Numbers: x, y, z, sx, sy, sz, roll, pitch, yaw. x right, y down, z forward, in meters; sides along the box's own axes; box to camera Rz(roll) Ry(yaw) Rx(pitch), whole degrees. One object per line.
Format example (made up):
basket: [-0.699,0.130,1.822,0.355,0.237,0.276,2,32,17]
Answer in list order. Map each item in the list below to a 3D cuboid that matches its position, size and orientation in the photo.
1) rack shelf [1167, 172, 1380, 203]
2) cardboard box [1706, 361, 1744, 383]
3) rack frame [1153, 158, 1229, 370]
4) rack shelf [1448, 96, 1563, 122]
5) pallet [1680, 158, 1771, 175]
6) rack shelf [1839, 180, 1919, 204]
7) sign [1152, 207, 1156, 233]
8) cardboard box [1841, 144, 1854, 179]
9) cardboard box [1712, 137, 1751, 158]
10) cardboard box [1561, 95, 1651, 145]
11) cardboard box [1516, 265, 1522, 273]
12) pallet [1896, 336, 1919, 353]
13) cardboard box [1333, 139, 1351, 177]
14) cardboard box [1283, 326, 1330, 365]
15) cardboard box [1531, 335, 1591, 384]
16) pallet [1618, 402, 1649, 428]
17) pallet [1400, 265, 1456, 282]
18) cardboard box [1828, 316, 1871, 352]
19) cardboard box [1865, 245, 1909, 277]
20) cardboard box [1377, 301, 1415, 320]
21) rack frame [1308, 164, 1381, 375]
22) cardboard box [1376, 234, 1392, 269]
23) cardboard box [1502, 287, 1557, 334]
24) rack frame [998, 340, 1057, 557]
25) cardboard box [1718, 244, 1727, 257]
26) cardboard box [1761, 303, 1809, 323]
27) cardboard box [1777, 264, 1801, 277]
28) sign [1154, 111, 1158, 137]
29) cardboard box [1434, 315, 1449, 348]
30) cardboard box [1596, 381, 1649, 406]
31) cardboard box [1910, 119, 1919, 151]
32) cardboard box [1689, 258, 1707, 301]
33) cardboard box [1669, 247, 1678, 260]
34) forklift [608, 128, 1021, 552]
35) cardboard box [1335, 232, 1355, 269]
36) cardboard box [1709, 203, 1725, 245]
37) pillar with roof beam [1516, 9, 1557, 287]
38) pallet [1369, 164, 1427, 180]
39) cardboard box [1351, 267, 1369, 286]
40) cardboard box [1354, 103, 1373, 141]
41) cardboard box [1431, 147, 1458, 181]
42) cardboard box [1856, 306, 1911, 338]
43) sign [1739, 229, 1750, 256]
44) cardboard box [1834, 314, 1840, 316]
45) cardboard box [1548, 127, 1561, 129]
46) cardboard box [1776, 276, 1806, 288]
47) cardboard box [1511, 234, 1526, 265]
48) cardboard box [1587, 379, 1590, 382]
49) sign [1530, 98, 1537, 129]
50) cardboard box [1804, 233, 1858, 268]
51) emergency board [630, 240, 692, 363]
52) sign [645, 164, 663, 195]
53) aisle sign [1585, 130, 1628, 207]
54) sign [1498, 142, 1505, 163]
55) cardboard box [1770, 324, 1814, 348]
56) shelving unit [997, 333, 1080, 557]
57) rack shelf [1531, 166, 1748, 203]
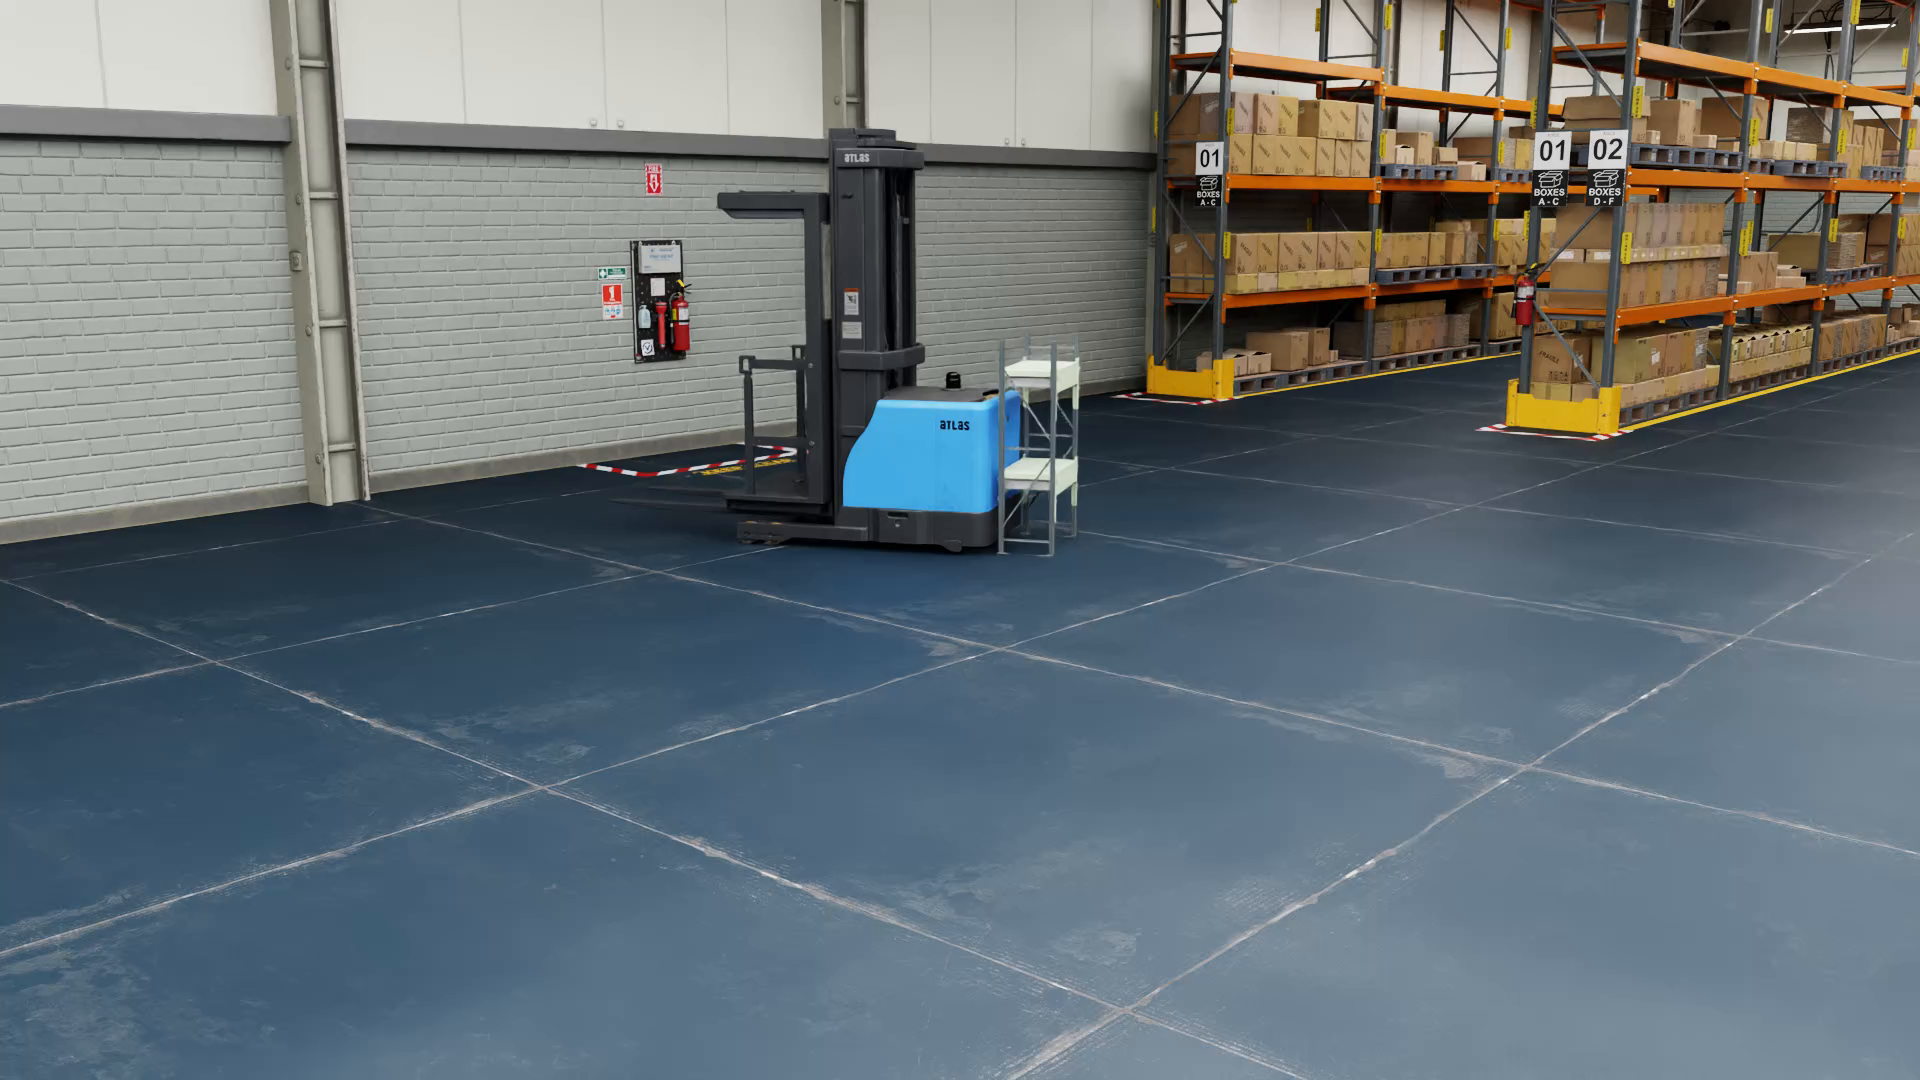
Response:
rack shelf: [4.260,-4.762,22.574,1.077,0.370,4.000,10,15,40]
cardboard box: [9.756,-2.183,21.431,0.500,0.250,0.500,9,15,39]
rack frame: [2.940,-3.350,21.324,1.000,3.000,0.127,10,15,40]
rack shelf: [9.541,-7.214,28.212,1.077,0.370,4.000,10,15,40]
pallet: [9.876,-4.807,21.449,0.805,0.209,1.217,9,14,38]
rack shelf: [15.905,-5.888,28.209,1.077,0.370,4.000,10,15,40]
sign: [2.536,-4.147,21.553,0.100,0.325,0.005,10,15,40]
cardboard box: [12.544,-5.550,24.428,0.910,0.500,0.500,10,15,40]
cardboard box: [9.718,-4.991,21.194,0.500,0.250,0.500,-10,15,-42]
cardboard box: [7.046,-4.590,18.182,0.637,0.503,0.797,-11,16,-44]
cardboard box: [9.262,-4.588,28.115,0.380,0.149,0.250,10,15,42]
pallet: [15.844,-3.389,28.641,1.003,0.211,1.213,10,15,40]
cardboard box: [5.089,-5.289,23.068,0.500,0.500,0.500,8,14,36]
cardboard box: [4.925,-2.770,23.682,0.500,0.500,0.500,8,14,36]
cardboard box: [6.794,-2.052,18.862,0.500,0.500,0.500,10,15,40]
pallet: [7.137,-1.460,18.983,1.003,0.211,1.213,10,15,40]
pallet: [6.945,-4.136,25.751,1.003,0.211,1.213,10,15,40]
cardboard box: [13.810,-3.210,25.884,0.500,0.500,0.500,10,15,41]
cardboard box: [15.126,-4.564,27.149,0.500,0.500,0.500,10,15,42]
cardboard box: [6.683,-3.549,25.664,0.500,0.250,0.500,9,15,39]
rack frame: [5.580,-3.938,24.270,1.000,3.000,0.127,10,15,40]
cardboard box: [5.942,-4.273,24.570,0.700,0.500,0.500,10,15,41]
cardboard box: [9.945,-4.023,29.113,0.750,0.750,0.750,10,15,42]
rack frame: [0.466,-0.628,11.525,0.400,1.500,0.023,3,12,16]
cardboard box: [9.285,-3.598,20.654,0.380,0.149,0.250,10,15,40]
cardboard box: [12.419,-3.421,25.026,0.500,0.250,0.500,11,15,42]
cardboard box: [11.672,-3.795,23.782,0.500,0.311,0.500,11,16,44]
sign: [2.536,-5.330,21.317,0.100,0.325,0.005,10,15,40]
cardboard box: [7.357,-3.343,26.550,0.700,0.500,0.500,10,15,40]
cardboard box: [7.512,-1.692,18.970,0.500,0.250,0.500,10,15,40]
cardboard box: [15.314,-6.617,27.217,0.700,0.500,0.500,10,15,40]
cardboard box: [8.673,-3.203,20.333,0.700,0.500,0.500,10,15,40]
cardboard box: [8.100,-3.333,19.328,0.380,0.149,0.250,10,15,41]
forklift: [-1.118,-1.495,12.211,3.031,2.935,1.130,3,12,16]
cardboard box: [5.176,-4.058,23.290,0.500,0.500,0.500,10,15,40]
cardboard box: [9.016,-3.917,20.599,0.700,0.500,0.500,10,15,41]
pillar with roof beam: [13.907,-7.715,27.864,9.100,9.000,0.548,10,15,40]
pallet: [6.068,-5.394,24.381,1.213,0.211,1.003,10,15,40]
cardboard box: [5.495,-3.766,23.738,0.500,0.250,0.500,10,15,40]
cardboard box: [5.453,-5.850,23.322,0.500,0.500,0.500,8,14,36]
cardboard box: [7.296,-5.879,26.016,0.637,0.503,0.797,-10,15,-40]
cardboard box: [15.821,-3.744,28.548,0.797,0.503,0.637,10,15,40]
sign: [9.722,-3.690,20.616,0.100,0.325,0.005,10,15,40]
cardboard box: [13.739,-3.346,26.562,0.500,0.500,0.500,10,15,41]
cardboard box: [10.182,-7.106,29.180,0.500,0.250,0.500,-11,16,-43]
cardboard box: [11.558,-3.596,23.196,0.380,0.149,0.250,10,15,40]
cardboard box: [9.086,-4.846,27.748,0.500,0.500,0.500,10,15,42]
cardboard box: [7.117,-1.760,19.310,0.500,0.250,0.500,10,15,40]
sign: [6.265,-4.648,18.109,0.100,0.325,0.005,10,15,40]
cardboard box: [13.023,-4.359,25.049,0.500,0.500,0.700,-9,14,-37]
emergency board: [-2.868,-2.323,16.184,0.194,1.169,0.643,10,15,40]
sign: [-2.948,-3.472,16.015,0.001,0.298,0.199,10,15,40]
aisle sign: [6.850,-3.935,17.619,0.394,0.787,0.004,10,15,40]
sign: [8.627,-6.181,26.520,0.100,0.325,0.005,10,15,40]
cardboard box: [11.784,-2.910,23.641,0.500,0.311,0.500,10,15,42]
shelving unit: [0.566,-0.697,11.870,0.431,1.500,0.755,3,12,16]
rack shelf: [7.984,-4.122,19.370,1.077,0.370,4.000,10,15,40]
